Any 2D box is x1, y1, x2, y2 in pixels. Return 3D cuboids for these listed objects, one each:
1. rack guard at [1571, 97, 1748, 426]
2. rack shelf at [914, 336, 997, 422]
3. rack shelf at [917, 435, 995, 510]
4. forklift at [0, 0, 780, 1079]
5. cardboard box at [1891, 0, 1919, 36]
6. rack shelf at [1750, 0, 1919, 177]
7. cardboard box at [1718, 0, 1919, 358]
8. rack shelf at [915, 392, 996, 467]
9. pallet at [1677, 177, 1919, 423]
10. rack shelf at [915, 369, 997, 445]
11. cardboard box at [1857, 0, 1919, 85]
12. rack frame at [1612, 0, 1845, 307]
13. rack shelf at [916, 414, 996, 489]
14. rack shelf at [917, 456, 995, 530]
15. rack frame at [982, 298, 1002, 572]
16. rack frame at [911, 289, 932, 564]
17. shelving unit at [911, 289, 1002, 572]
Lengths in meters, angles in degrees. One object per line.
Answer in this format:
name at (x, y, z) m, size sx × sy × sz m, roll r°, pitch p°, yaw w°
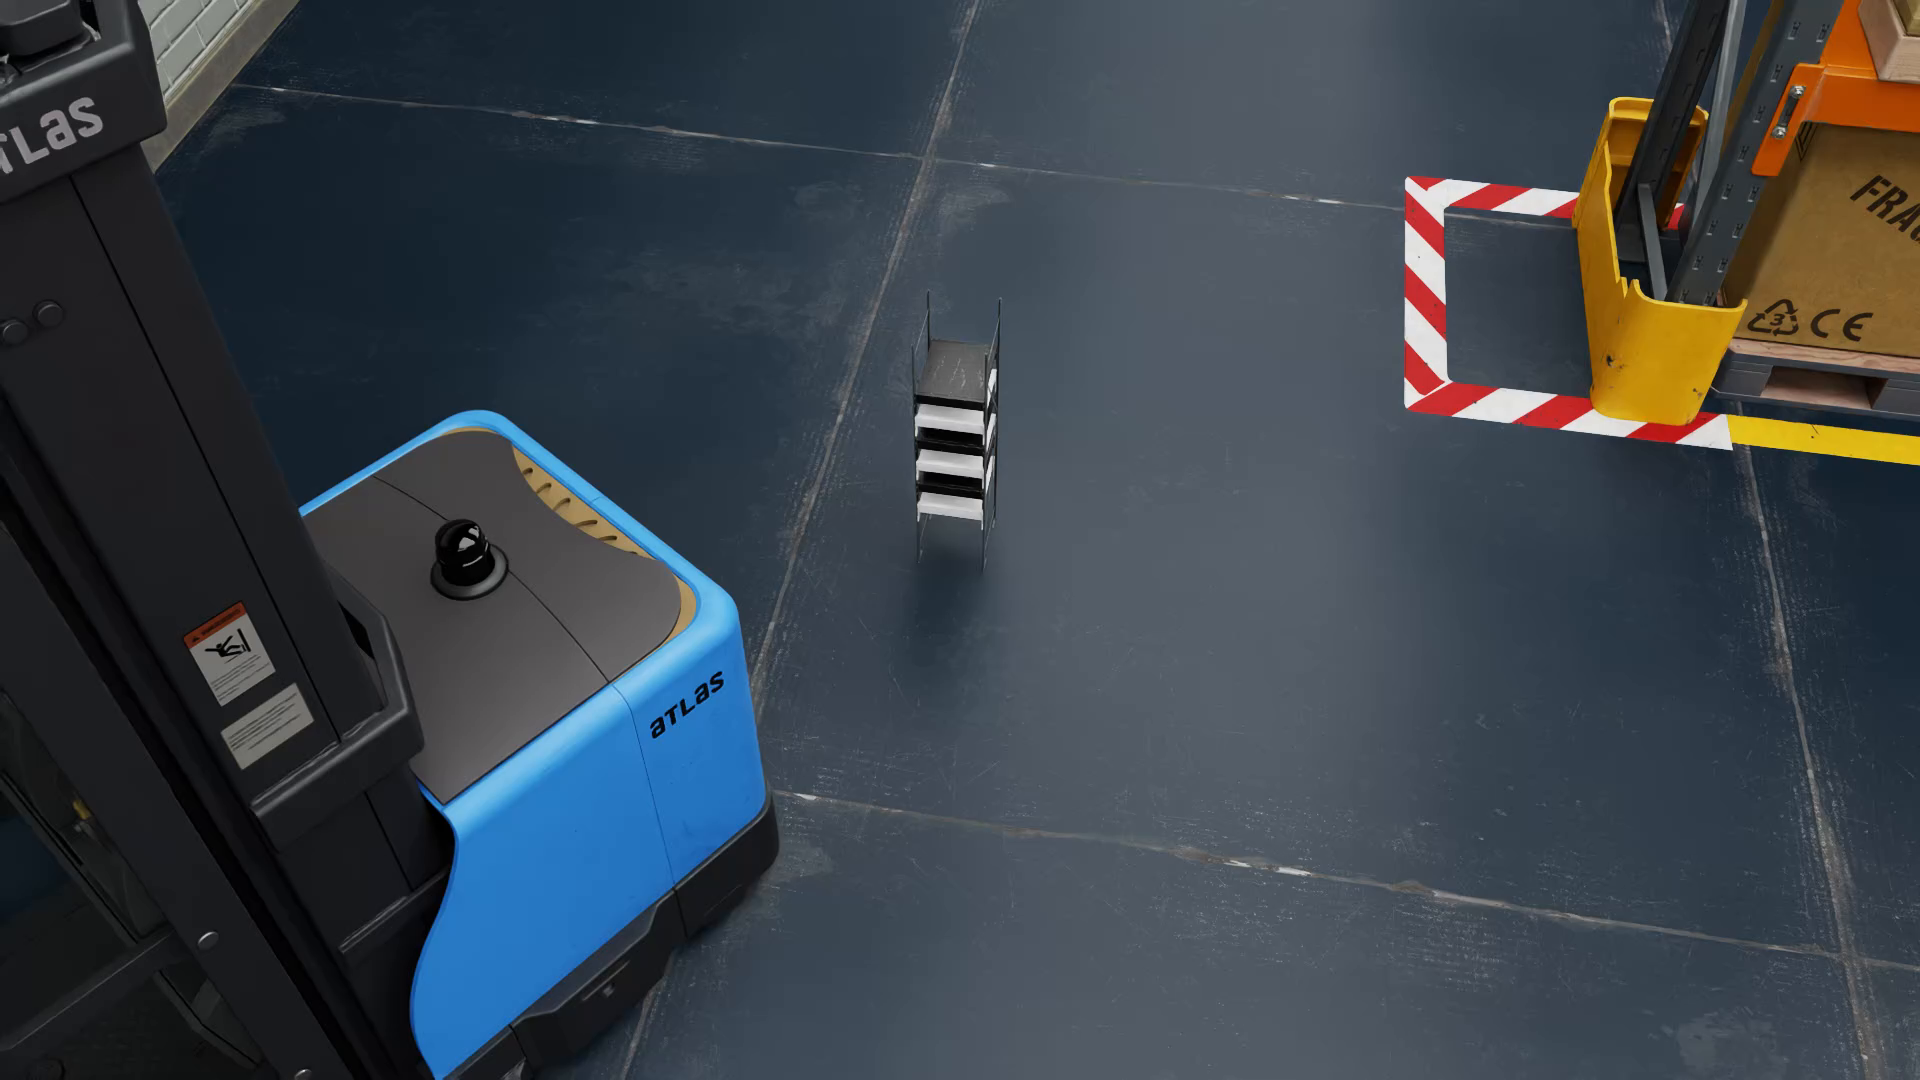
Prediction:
rack guard at (2.414, -0.993, 5.806) m, size 0.348 × 0.500 × 1.175 m, roll 8°, pitch 49°, yaw 7°
rack shelf at (-0.008, -0.460, 4.740) m, size 0.200 × 0.077 × 0.258 m, roll 8°, pitch 49°, yaw 7°
rack shelf at (-0.008, -0.219, 5.008) m, size 0.200 × 0.077 × 0.258 m, roll 8°, pitch 49°, yaw 7°
forklift at (-1.855, 0.434, 2.890) m, size 1.130 × 2.935 × 3.031 m, roll 35°, pitch 57°, yaw 27°
cardboard box at (2.862, -1.614, 4.584) m, size 0.500 × 0.250 × 0.500 m, roll 7°, pitch 48°, yaw 6°
rack shelf at (4.406, -1.320, 4.904) m, size 4.000 × 0.370 × 1.077 m, roll 8°, pitch 49°, yaw 7°
cardboard box at (3.082, -1.230, 5.484) m, size 0.875 × 0.875 × 0.875 m, roll 8°, pitch 49°, yaw 7°
rack shelf at (-0.008, -0.340, 4.874) m, size 0.200 × 0.077 × 0.258 m, roll 8°, pitch 49°, yaw 7°
pallet at (3.238, -0.845, 5.867) m, size 1.213 × 0.211 × 1.003 m, roll 8°, pitch 49°, yaw 7°
rack shelf at (-0.008, -0.400, 4.807) m, size 0.200 × 0.077 × 0.258 m, roll 8°, pitch 49°, yaw 7°
cardboard box at (2.728, -1.453, 4.708) m, size 0.250 × 0.149 × 0.380 m, roll 8°, pitch 49°, yaw 7°
rack frame at (2.438, -1.826, 4.874) m, size 0.127 × 3.000 × 1.000 m, roll 8°, pitch 49°, yaw 7°
rack shelf at (-0.008, -0.280, 4.941) m, size 0.200 × 0.077 × 0.258 m, roll 8°, pitch 49°, yaw 7°
rack shelf at (-0.008, -0.159, 5.075) m, size 0.200 × 0.077 × 0.258 m, roll 8°, pitch 49°, yaw 7°
rack frame at (0.092, -0.288, 4.904) m, size 0.006 × 0.900 × 0.240 m, roll 8°, pitch 49°, yaw 7°
rack frame at (-0.108, -0.315, 4.928) m, size 0.006 × 0.900 × 0.240 m, roll 8°, pitch 49°, yaw 7°
shelving unit at (-0.008, -0.302, 4.916) m, size 0.210 × 0.900 × 0.258 m, roll 8°, pitch 49°, yaw 7°
